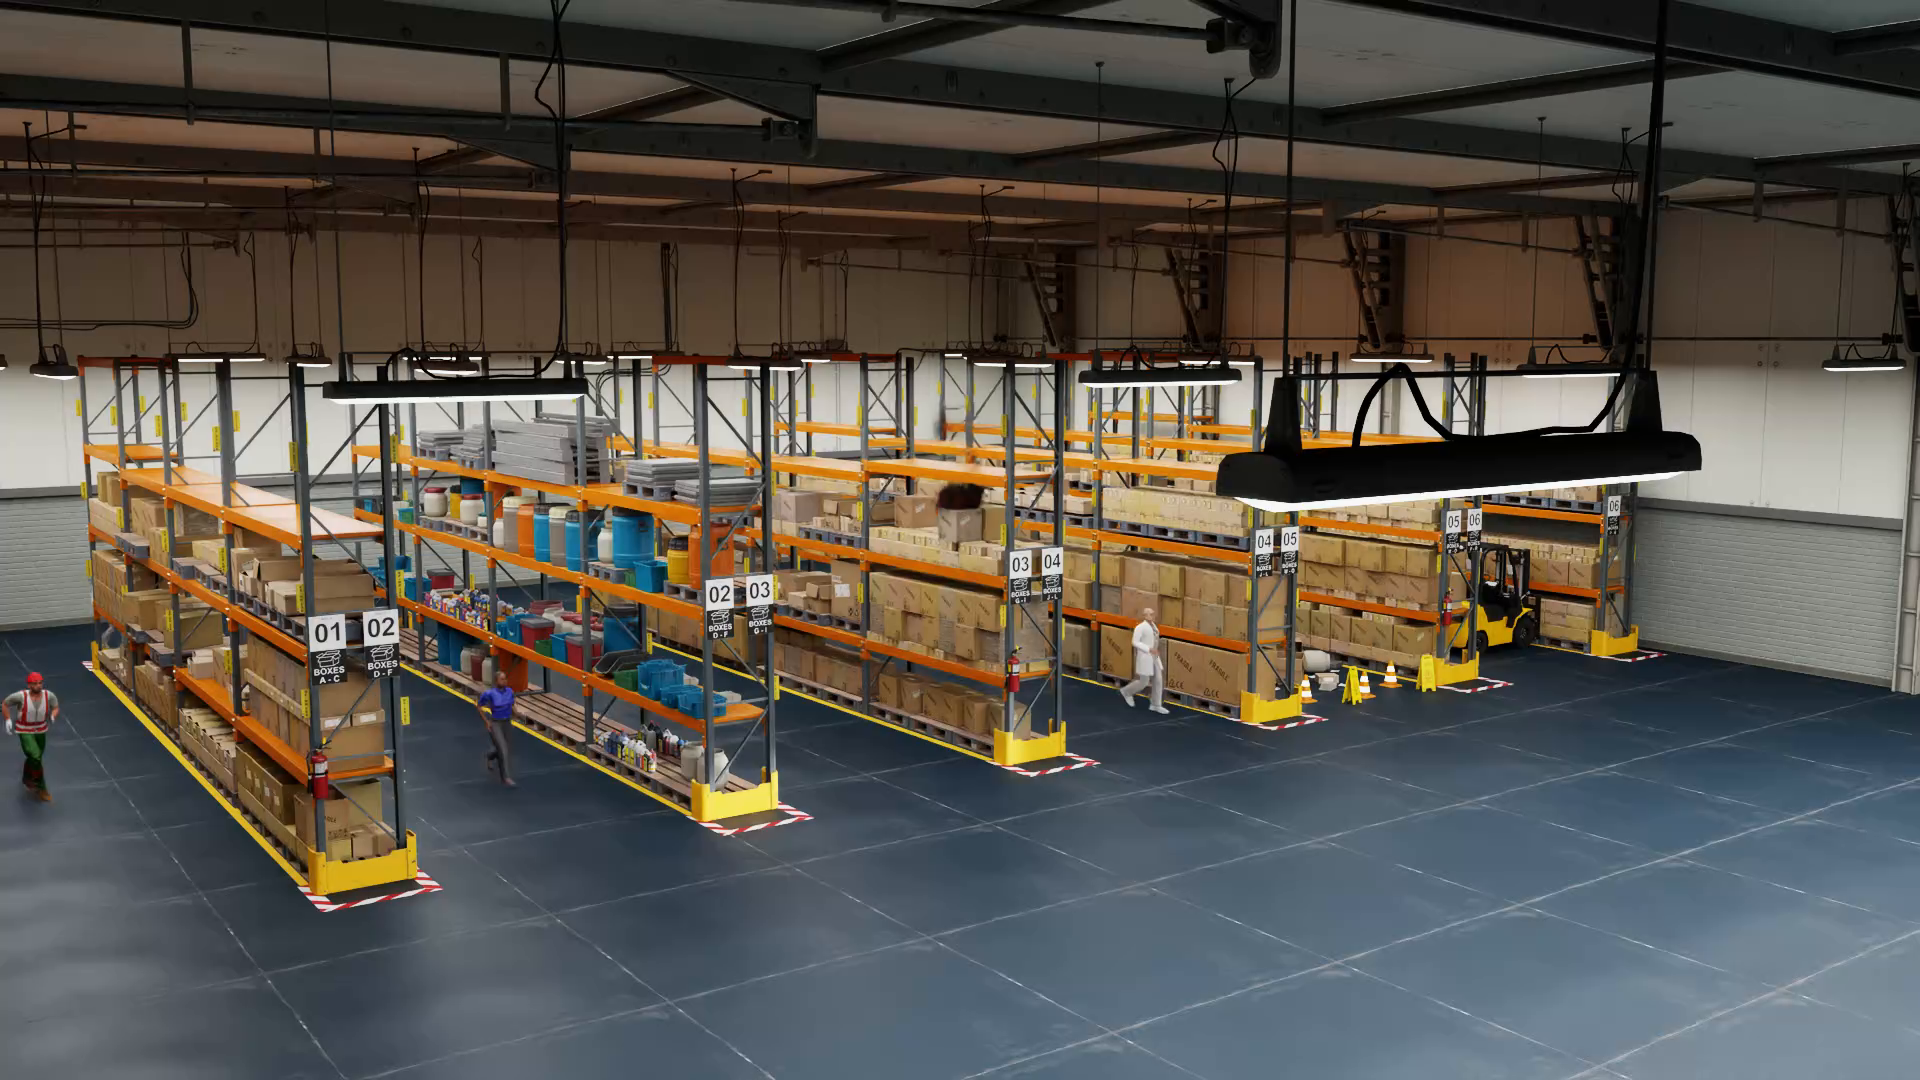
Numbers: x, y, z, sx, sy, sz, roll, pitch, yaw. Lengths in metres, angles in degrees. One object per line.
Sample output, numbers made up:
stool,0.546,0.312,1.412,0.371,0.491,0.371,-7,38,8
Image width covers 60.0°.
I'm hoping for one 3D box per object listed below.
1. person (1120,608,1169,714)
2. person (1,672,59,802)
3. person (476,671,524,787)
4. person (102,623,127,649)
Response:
person,3.152,2.035,28.268,0.955,1.774,0.713,6,9,43
person,-12.826,2.679,22.978,0.911,1.788,0.667,6,9,39
person,-6.622,2.662,23.753,0.836,1.640,0.559,6,9,42
person,-16.962,1.467,33.385,0.719,1.746,0.644,-3,7,-22
